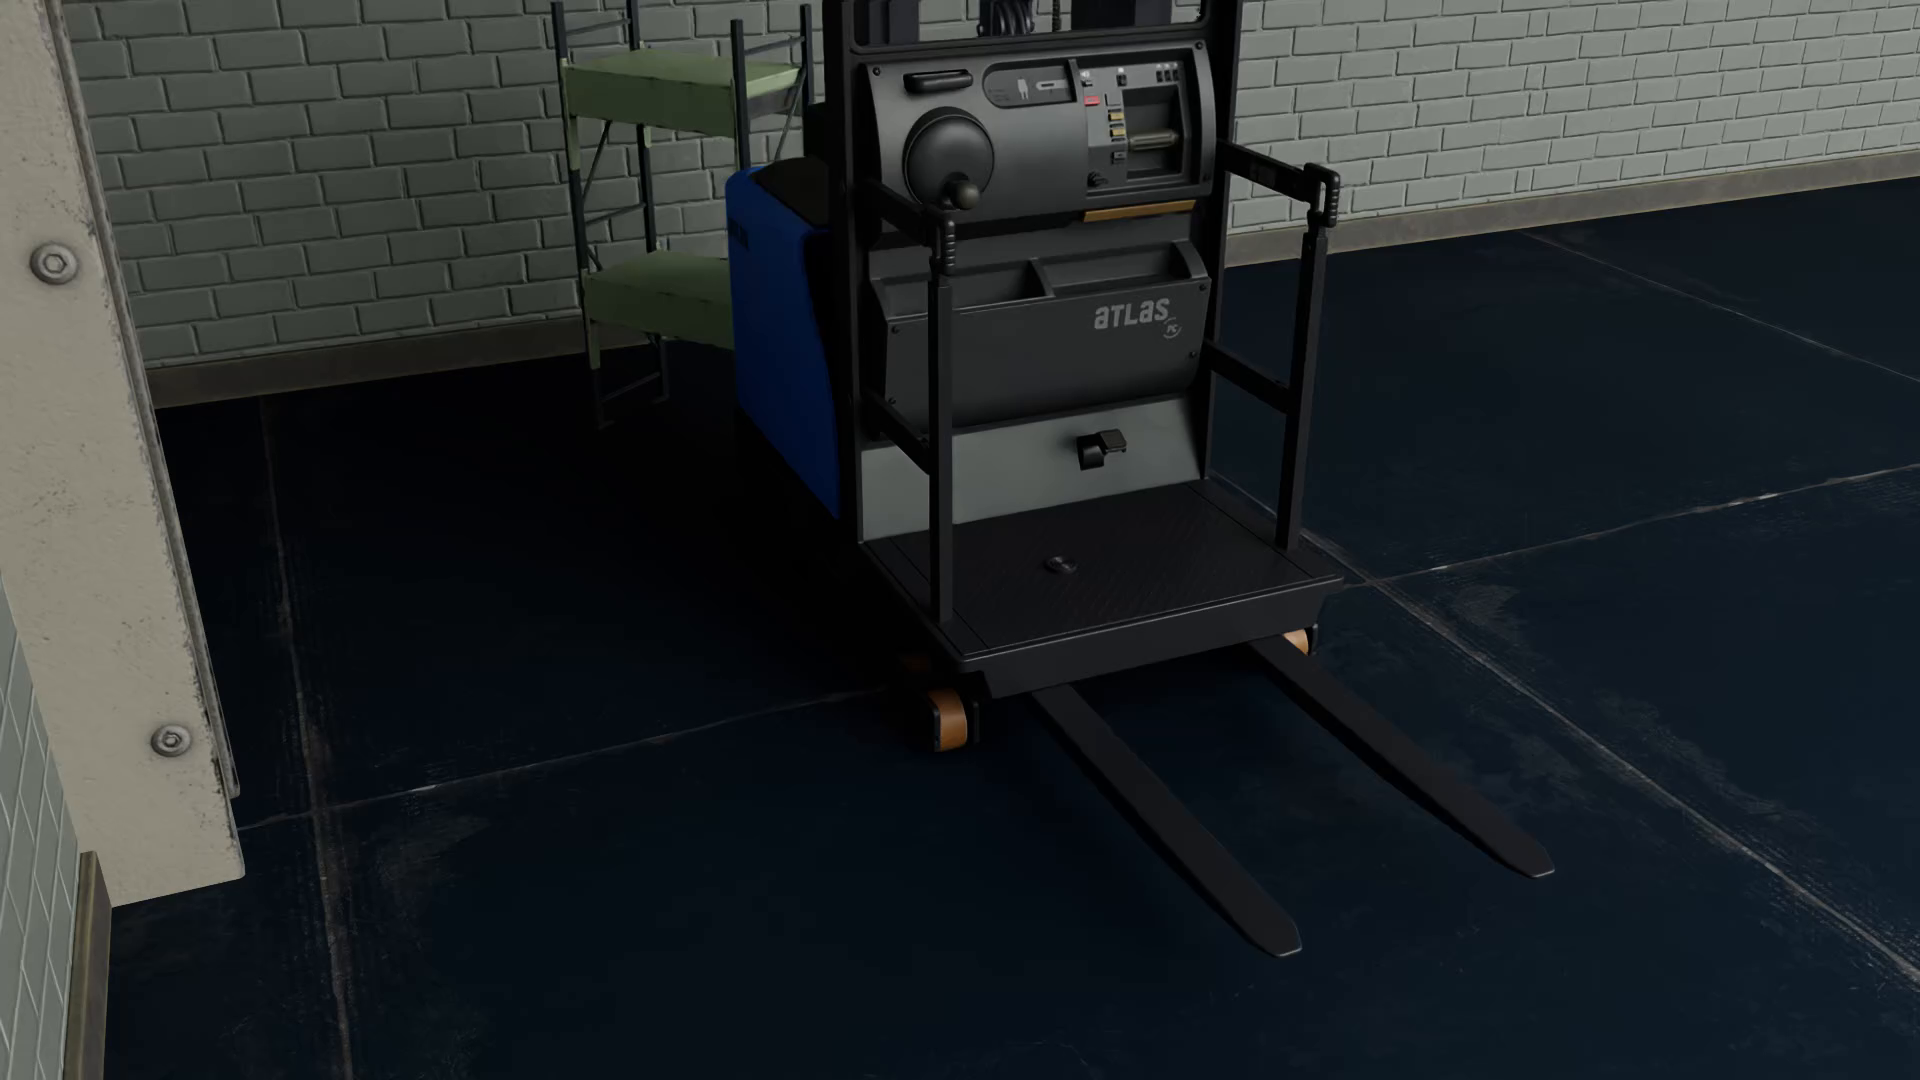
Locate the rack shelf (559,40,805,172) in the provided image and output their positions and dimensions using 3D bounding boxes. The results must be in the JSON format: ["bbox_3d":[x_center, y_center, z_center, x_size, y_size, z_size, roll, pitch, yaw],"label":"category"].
[{"bbox_3d":[-0.909,-1.420,5.559,0.720,0.370,0.431,14,29,27],"label":"rack shelf"}]

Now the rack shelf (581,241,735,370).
[{"bbox_3d":[-0.909,-0.776,5.872,0.720,0.370,0.431,14,29,27],"label":"rack shelf"}]

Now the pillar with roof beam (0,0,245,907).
[{"bbox_3d":[2.146,-4.085,3.361,9.100,9.000,0.400,-11,28,-21],"label":"pillar with roof beam"}]

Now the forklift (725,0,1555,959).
[{"bbox_3d":[0.303,-0.998,3.954,1.130,2.935,3.031,-11,28,-21],"label":"forklift"}]

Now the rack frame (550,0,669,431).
[{"bbox_3d":[-1.225,-1.151,5.896,0.023,1.500,0.400,14,29,27],"label":"rack frame"}]

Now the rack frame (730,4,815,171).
[{"bbox_3d":[-0.593,-0.988,5.563,0.023,1.500,0.400,14,29,27],"label":"rack frame"}]

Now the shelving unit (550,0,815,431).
[{"bbox_3d":[-0.909,-1.069,5.730,0.755,1.500,0.431,14,29,27],"label":"shelving unit"}]
